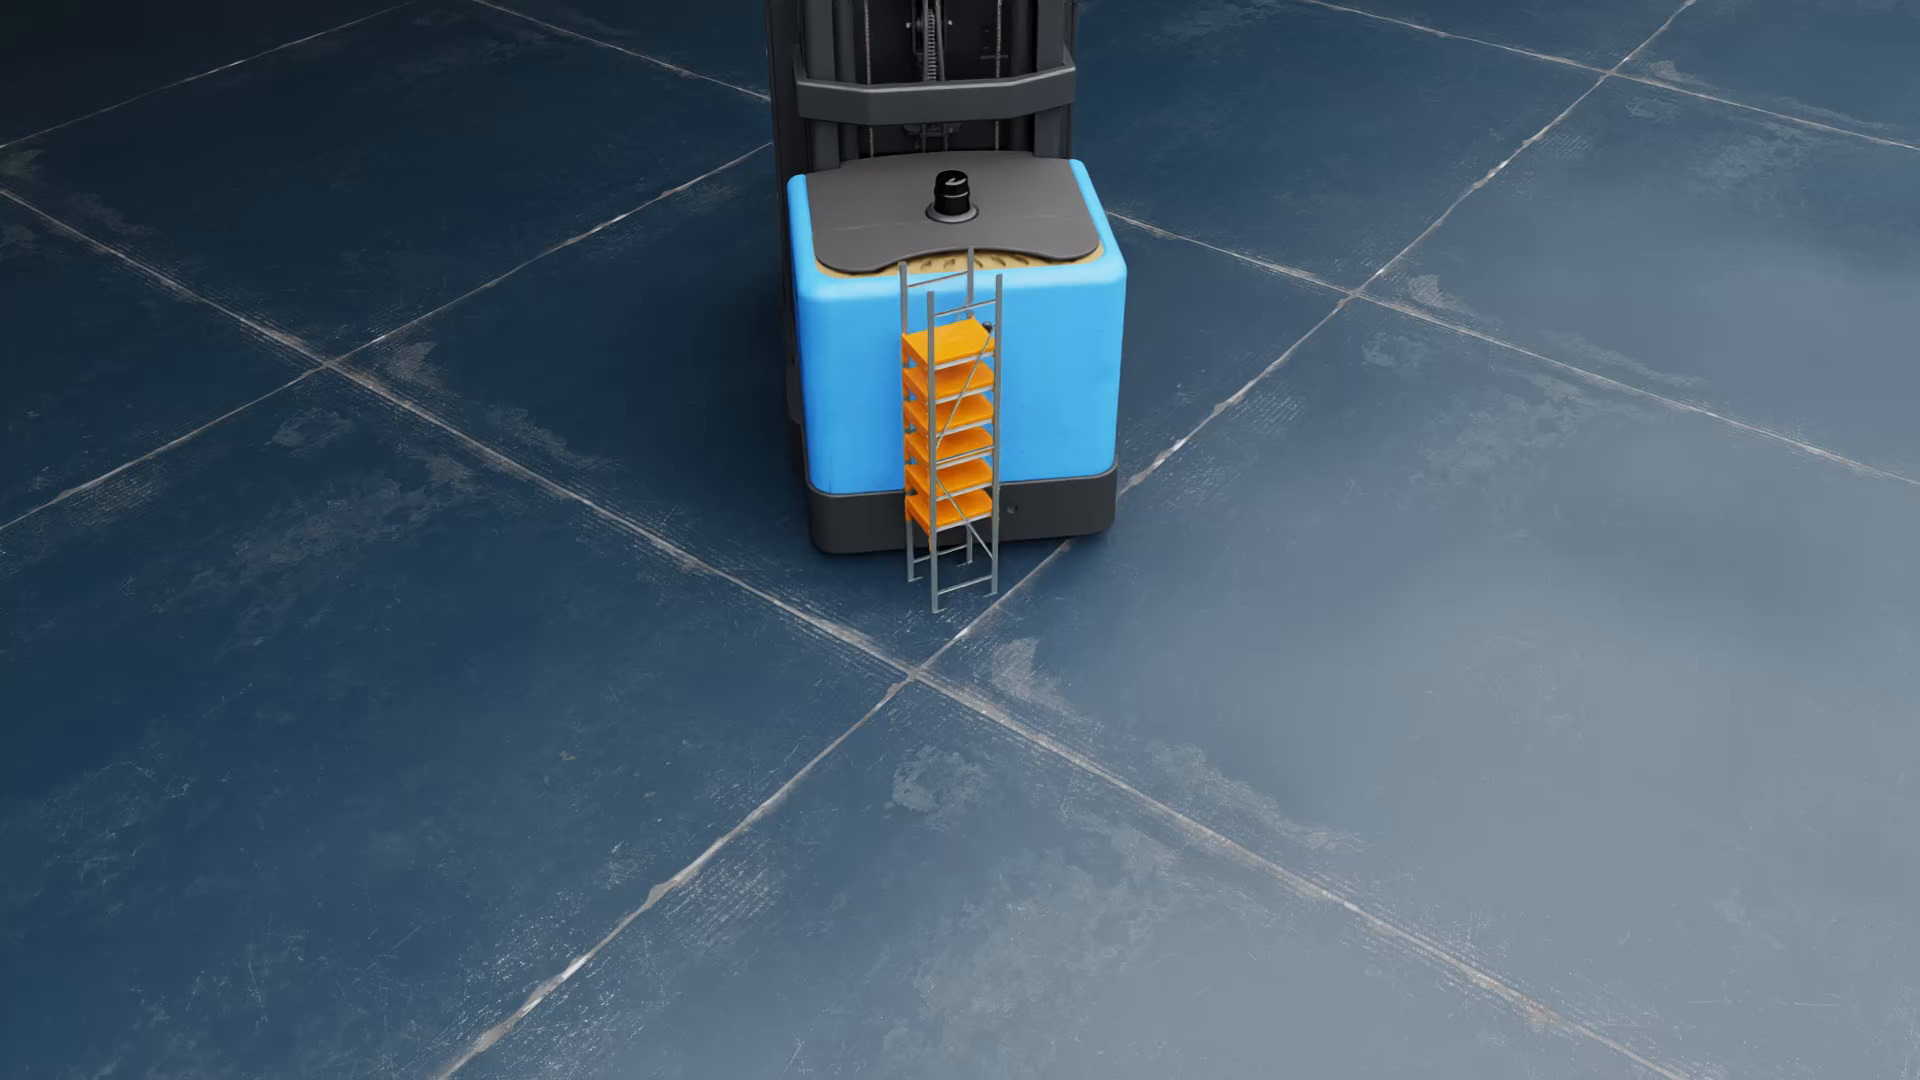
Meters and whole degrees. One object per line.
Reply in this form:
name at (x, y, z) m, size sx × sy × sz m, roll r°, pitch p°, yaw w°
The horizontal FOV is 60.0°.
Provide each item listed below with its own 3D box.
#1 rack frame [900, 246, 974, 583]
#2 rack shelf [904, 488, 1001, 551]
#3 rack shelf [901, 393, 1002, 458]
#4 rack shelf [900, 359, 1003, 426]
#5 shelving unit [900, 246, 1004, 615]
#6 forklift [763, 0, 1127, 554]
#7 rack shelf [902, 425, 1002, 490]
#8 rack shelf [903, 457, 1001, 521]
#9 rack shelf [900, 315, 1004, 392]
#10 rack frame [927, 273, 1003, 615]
rack frame at (-0.066, -0.362, 5.240) m, size 0.240 × 1.200 × 0.006 m, roll -17°, pitch 41°, yaw -20°
rack shelf at (-0.026, -0.088, 5.350) m, size 0.258 × 0.103 × 0.180 m, roll -17°, pitch 41°, yaw -20°
rack shelf at (-0.026, -0.371, 5.128) m, size 0.258 × 0.103 × 0.180 m, roll -17°, pitch 41°, yaw -20°
rack shelf at (-0.026, -0.466, 5.055) m, size 0.258 × 0.103 × 0.180 m, roll -17°, pitch 41°, yaw -20°
shelving unit at (-0.026, -0.312, 5.175) m, size 0.258 × 1.200 × 0.189 m, roll -17°, pitch 41°, yaw -20°
forklift at (-0.165, -2.009, 5.939) m, size 1.130 × 2.935 × 3.031 m, roll -4°, pitch 38°, yaw -6°
rack shelf at (-0.026, -0.277, 5.202) m, size 0.258 × 0.103 × 0.180 m, roll -17°, pitch 41°, yaw -20°
rack shelf at (-0.026, -0.182, 5.276) m, size 0.258 × 0.103 × 0.180 m, roll -17°, pitch 41°, yaw -20°
rack shelf at (-0.026, -0.560, 4.981) m, size 0.258 × 0.103 × 0.180 m, roll -17°, pitch 41°, yaw -20°
rack frame at (0.015, -0.261, 5.111) m, size 0.240 × 1.200 × 0.006 m, roll -17°, pitch 41°, yaw -20°
